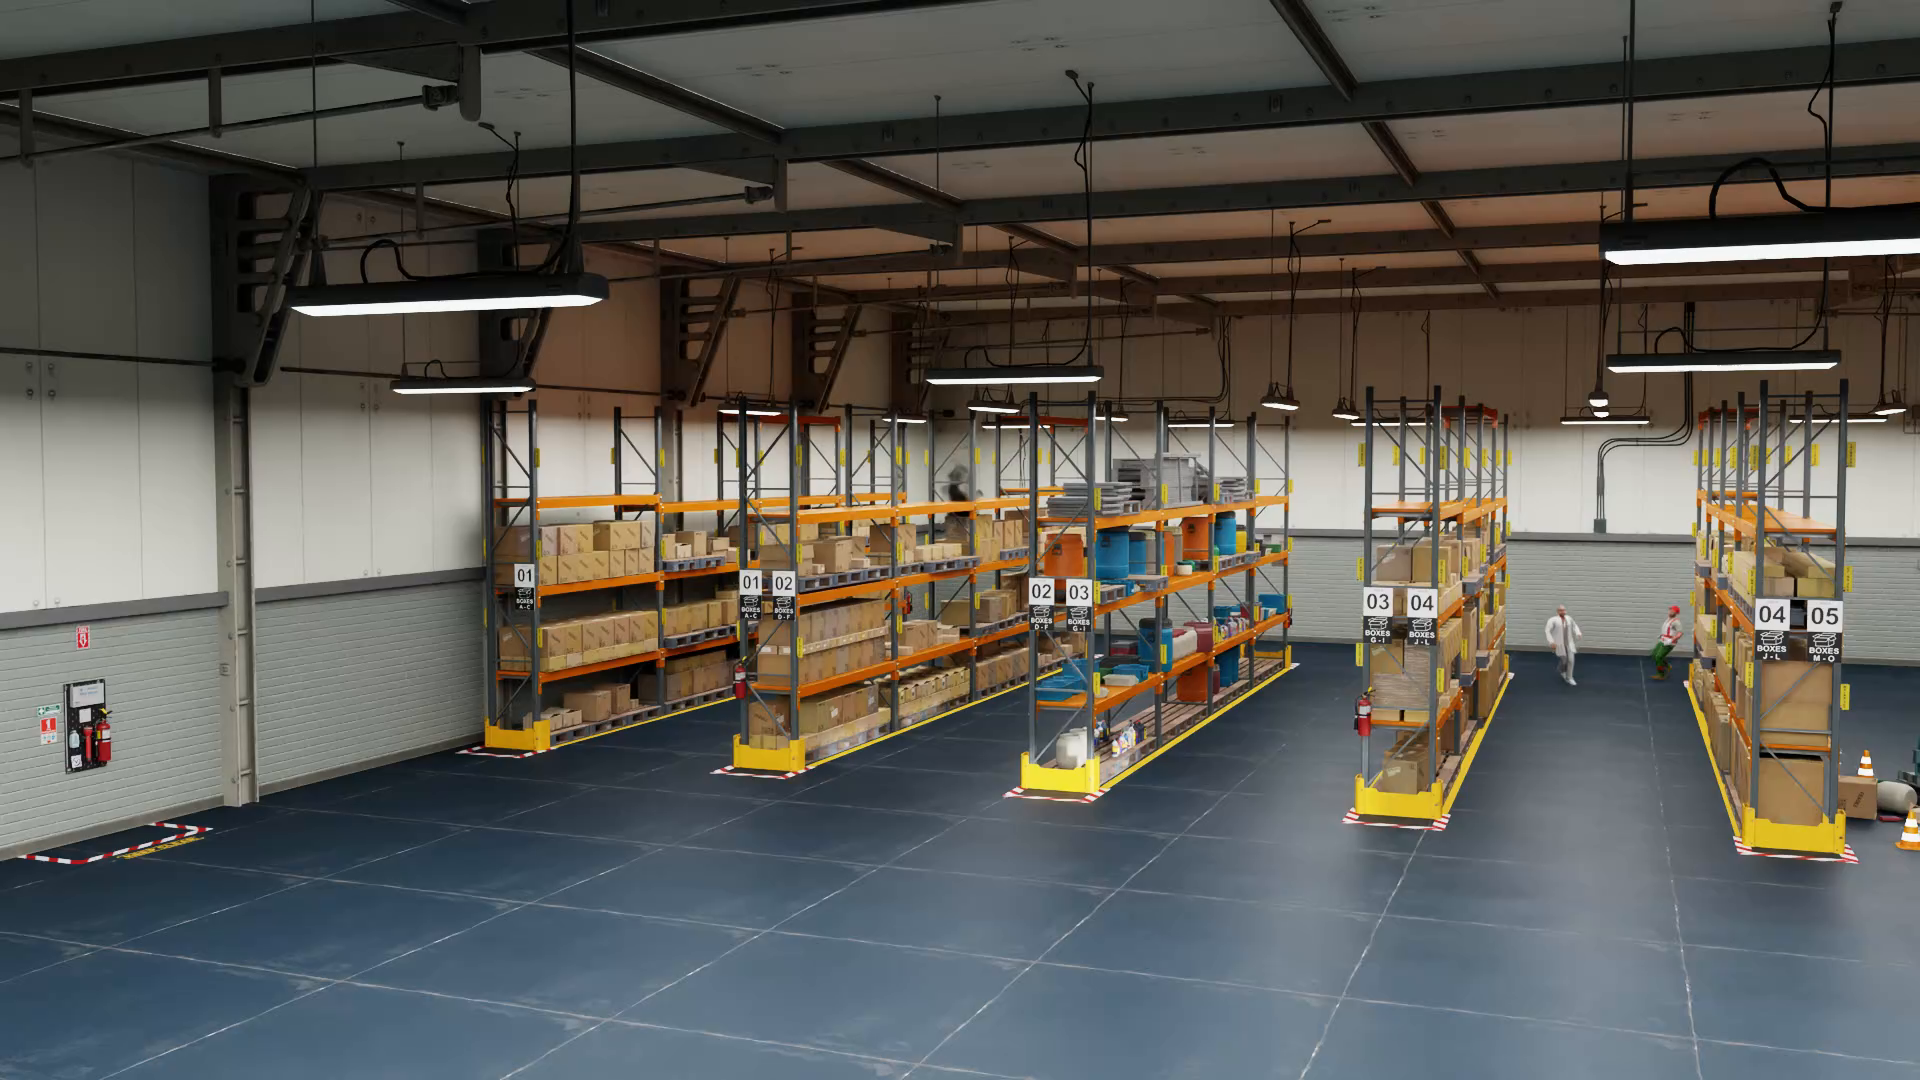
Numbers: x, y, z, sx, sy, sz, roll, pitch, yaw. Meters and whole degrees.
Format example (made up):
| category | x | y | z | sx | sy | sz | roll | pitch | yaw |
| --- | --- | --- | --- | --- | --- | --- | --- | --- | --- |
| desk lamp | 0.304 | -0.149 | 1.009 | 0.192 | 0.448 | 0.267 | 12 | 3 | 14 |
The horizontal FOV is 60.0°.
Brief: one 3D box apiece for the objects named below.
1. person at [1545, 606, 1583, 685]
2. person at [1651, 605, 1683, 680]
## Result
| category | x | y | z | sx | sy | sz | roll | pitch | yaw |
| --- | --- | --- | --- | --- | --- | --- | --- | --- | --- |
| person | 13.415 | 2.323 | 37.054 | 0.818 | 1.746 | 0.814 | 0 | 3 | 1 |
| person | 15.847 | 2.306 | 37.322 | 0.519 | 1.701 | 0.698 | 0 | 3 | 2 |
